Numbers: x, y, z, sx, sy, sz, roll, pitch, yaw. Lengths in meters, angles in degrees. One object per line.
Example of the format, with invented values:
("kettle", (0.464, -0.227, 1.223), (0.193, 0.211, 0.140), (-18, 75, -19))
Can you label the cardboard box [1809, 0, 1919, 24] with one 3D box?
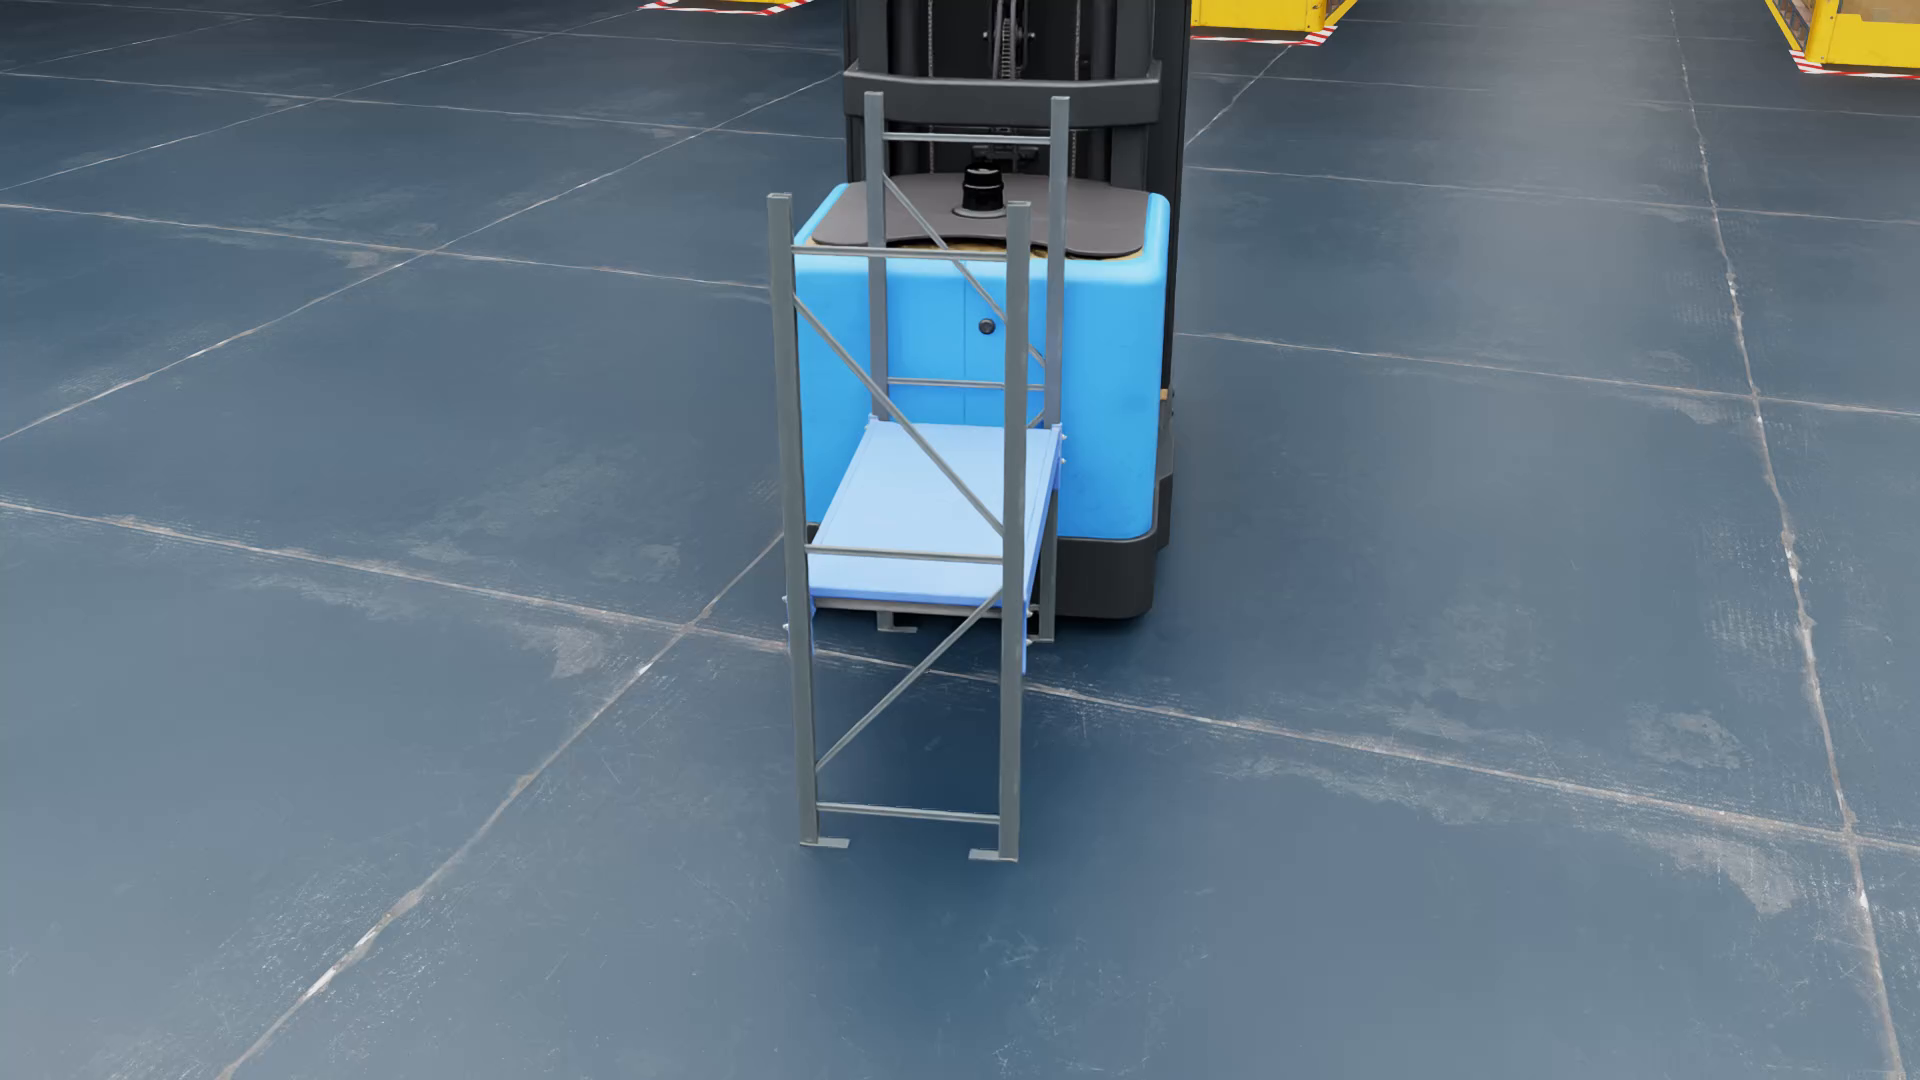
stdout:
("cardboard box", (7.359, -4.573, 13.209), (0.875, 0.875, 0.875), (9, 27, 18))

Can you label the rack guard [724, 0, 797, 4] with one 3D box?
("rack guard", (-2.138, -5.444, 15.920), (1.175, 0.500, 0.348), (9, 27, 17))

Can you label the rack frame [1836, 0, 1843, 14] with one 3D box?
("rack frame", (7.195, -5.052, 12.242), (1.000, 3.000, 0.127), (9, 27, 17))

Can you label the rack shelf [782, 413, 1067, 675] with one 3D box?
("rack shelf", (-0.050, -0.024, 3.992), (0.538, 0.185, 1.000), (3, 26, 7))

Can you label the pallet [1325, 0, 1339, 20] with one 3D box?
("pallet", (2.881, -4.918, 15.164), (1.003, 0.211, 1.213), (9, 27, 17))

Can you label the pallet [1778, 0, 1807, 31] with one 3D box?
("pallet", (7.795, -4.636, 14.584), (1.003, 0.211, 1.213), (9, 27, 17))

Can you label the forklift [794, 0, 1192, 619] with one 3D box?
("forklift", (0.208, -1.712, 5.423), (1.130, 2.935, 3.031), (3, 26, 7))

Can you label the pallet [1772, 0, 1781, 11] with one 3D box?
("pallet", (8.200, -5.139, 15.623), (1.003, 0.211, 1.213), (9, 27, 17))

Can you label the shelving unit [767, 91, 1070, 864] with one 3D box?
("shelving unit", (-0.050, -0.186, 3.913), (0.538, 1.500, 1.048), (3, 26, 7))

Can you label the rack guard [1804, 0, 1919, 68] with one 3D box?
("rack guard", (7.187, -3.917, 12.766), (1.175, 0.500, 0.348), (9, 27, 17))

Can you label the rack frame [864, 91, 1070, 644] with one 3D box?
("rack frame", (0.016, -0.406, 4.367), (0.500, 1.500, 0.032), (3, 26, 7))

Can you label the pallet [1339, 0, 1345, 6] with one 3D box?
("pallet", (3.288, -5.417, 16.196), (1.003, 0.211, 1.213), (9, 27, 17))

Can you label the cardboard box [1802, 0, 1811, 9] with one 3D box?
("cardboard box", (7.650, -4.935, 13.956), (0.875, 0.875, 0.875), (8, 27, 17))

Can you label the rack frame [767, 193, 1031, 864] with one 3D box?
("rack frame", (-0.117, 0.034, 3.460), (0.500, 1.500, 0.032), (3, 26, 7))

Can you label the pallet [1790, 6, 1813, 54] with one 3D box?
("pallet", (7.388, -4.137, 13.552), (1.003, 0.211, 1.213), (9, 27, 17))

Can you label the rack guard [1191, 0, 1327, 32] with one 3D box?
("rack guard", (2.577, -4.719, 14.423), (1.175, 0.500, 0.348), (9, 27, 17))
